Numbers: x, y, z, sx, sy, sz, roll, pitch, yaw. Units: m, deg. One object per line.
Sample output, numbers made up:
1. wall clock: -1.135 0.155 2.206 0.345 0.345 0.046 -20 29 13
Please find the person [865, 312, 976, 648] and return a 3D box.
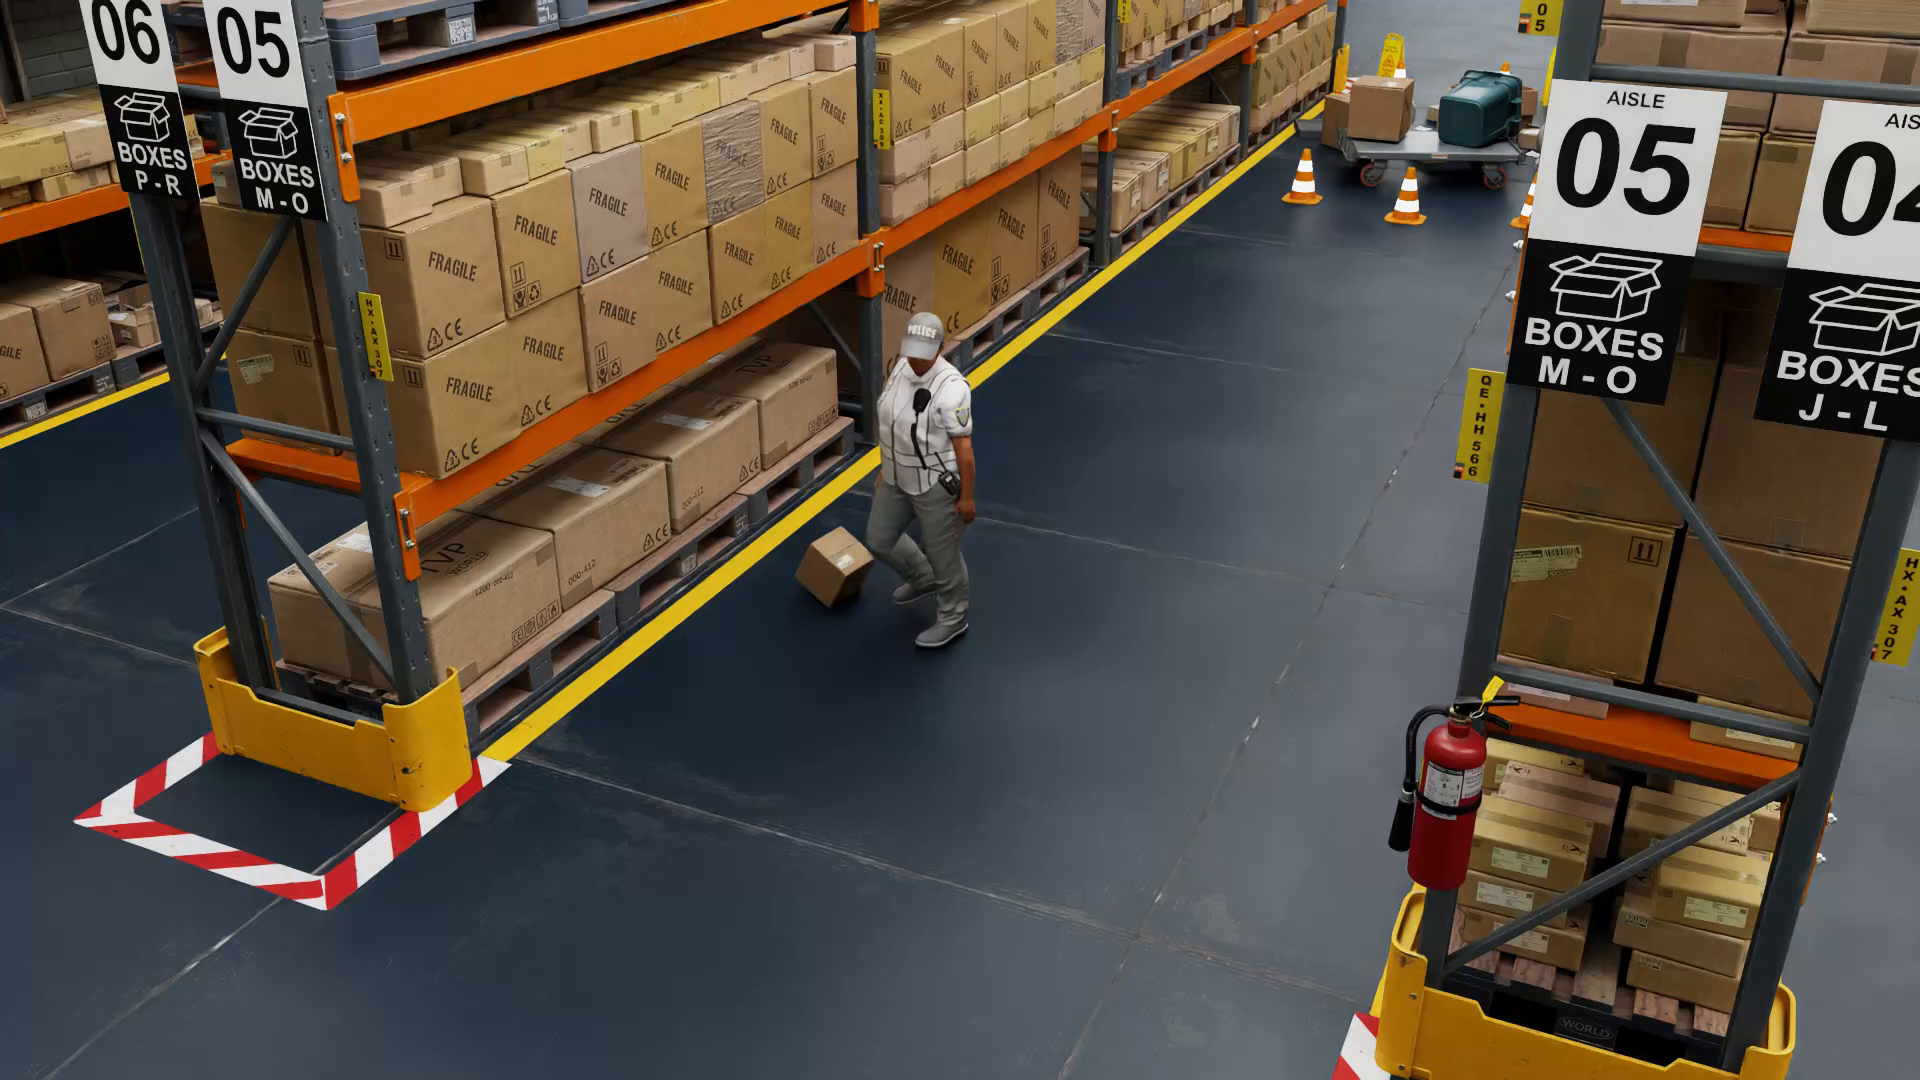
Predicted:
1. person: -0.169 -0.289 7.661 0.463 1.656 0.640 -21 33 -36
